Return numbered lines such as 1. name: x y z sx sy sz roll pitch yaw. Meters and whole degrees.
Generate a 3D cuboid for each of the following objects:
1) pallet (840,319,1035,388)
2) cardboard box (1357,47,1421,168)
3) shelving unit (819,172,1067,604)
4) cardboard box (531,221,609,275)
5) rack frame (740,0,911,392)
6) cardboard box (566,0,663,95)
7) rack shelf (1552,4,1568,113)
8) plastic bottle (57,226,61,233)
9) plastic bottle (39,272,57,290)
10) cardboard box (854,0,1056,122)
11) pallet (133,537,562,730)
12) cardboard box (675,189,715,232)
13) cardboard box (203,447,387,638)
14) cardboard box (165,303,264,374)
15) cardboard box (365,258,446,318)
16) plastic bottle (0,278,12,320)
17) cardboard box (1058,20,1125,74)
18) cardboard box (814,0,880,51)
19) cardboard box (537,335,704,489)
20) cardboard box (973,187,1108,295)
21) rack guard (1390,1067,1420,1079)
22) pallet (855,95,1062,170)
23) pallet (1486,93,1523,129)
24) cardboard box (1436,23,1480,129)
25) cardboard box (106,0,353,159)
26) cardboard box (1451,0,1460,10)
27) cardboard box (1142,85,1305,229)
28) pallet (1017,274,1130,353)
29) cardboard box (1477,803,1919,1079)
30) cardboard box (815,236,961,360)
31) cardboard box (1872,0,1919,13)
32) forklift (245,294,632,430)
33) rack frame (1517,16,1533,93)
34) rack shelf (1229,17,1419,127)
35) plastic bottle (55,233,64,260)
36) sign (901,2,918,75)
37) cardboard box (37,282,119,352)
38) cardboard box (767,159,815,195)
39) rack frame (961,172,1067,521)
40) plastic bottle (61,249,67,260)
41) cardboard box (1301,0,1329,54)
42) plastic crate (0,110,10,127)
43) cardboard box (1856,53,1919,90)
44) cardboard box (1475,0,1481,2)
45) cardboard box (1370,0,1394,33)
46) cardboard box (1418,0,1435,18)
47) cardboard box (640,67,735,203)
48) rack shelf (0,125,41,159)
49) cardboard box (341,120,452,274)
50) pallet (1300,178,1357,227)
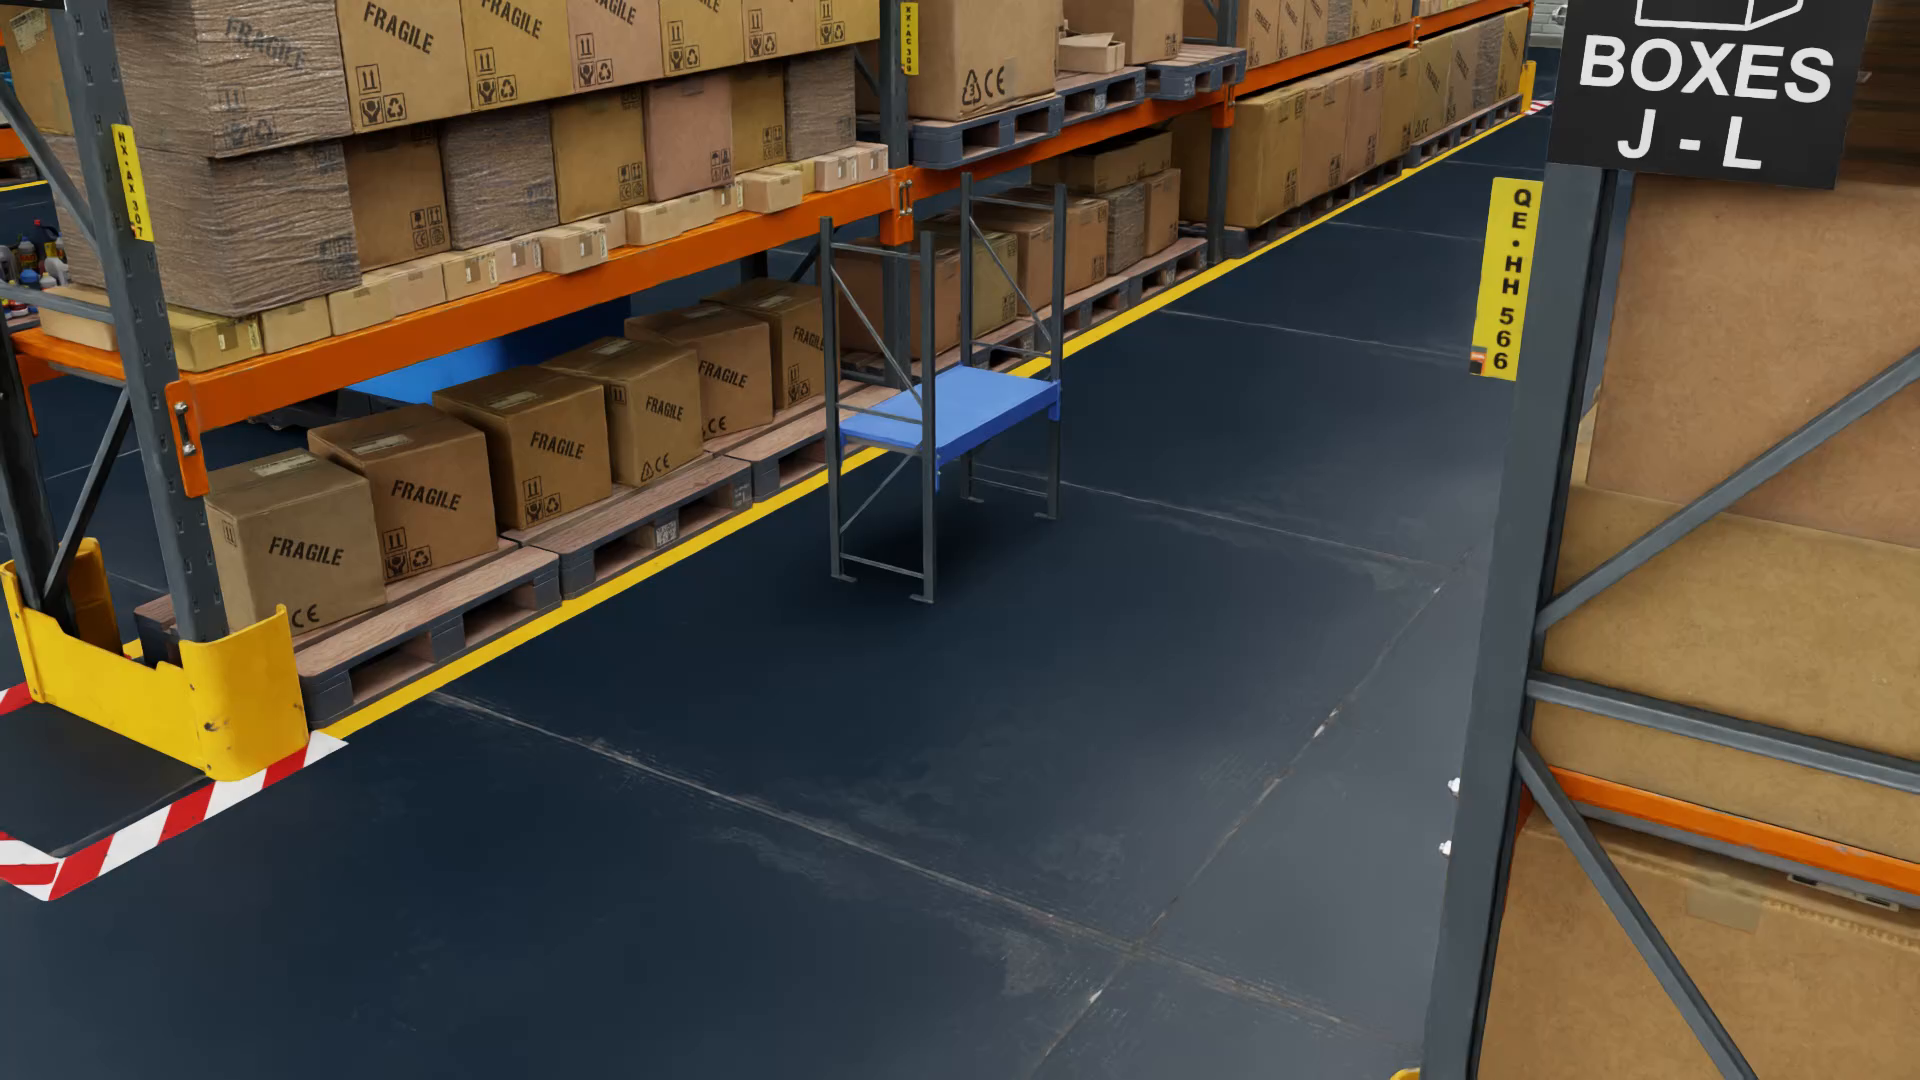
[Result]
1. pallet: -0.297 -1.065 9.445 1.003 0.211 1.213 14 27 29
2. cardboard box: 3.193 -3.780 14.351 1.225 0.875 0.875 14 27 29
3. shelving unit: -0.045 -0.659 6.886 0.538 1.500 1.048 14 27 29
4. cardboard box: -1.590 -1.149 6.444 0.380 0.149 0.250 14 27 29
5. rack frame: -0.706 -2.082 8.284 1.000 3.000 0.127 14 27 29
6. cardboard box: -1.504 -2.008 6.354 0.500 0.500 0.500 14 27 29
7. rack shelf: 2.399 -1.380 3.791 1.077 0.370 4.000 14 27 29
8. plastic bottle: -5.693 -1.921 10.692 0.144 0.351 0.185 15 27 30
9. plastic bottle: -5.409 -1.486 9.877 0.097 0.201 0.097 0 23 0
10. cardboard box: -0.168 -2.789 8.633 1.000 1.000 1.000 14 27 29
11. pallet: -2.318 0.255 6.394 1.003 0.211 1.213 14 27 29
12. cardboard box: -1.272 -1.421 7.073 0.380 0.149 0.250 14 27 29
13. cardboard box: -2.473 0.015 6.057 0.500 0.500 0.500 20 30 38
14. cardboard box: -2.464 -0.663 5.322 0.380 0.149 0.250 14 27 29
15. cardboard box: -2.057 -0.913 5.900 0.380 0.149 0.250 14 27 29
16. plastic bottle: -5.570 -1.416 9.625 0.097 0.271 0.097 0 23 0
17. cardboard box: 0.753 -2.944 9.915 0.396 0.266 0.258 13 27 27
18. cardboard box: -0.710 -2.514 7.522 0.500 0.500 0.500 14 27 29
19. cardboard box: -1.508 -0.580 7.432 0.500 0.500 0.500 11 26 24
20. cardboard box: 0.492 -1.874 10.395 0.700 0.500 0.500 16 28 33
21. rack guard: 1.331 1.497 3.163 1.175 0.500 0.348 14 27 29
22. pallet: -0.180 -2.221 8.847 1.003 0.211 1.213 14 27 29
23. pallet: 5.268 -4.566 17.532 1.003 0.211 1.213 14 27 29
24. cardboard box: 4.404 -4.509 16.037 0.875 0.875 0.875 14 27 29
25. cardboard box: -2.295 -1.502 5.184 0.500 0.500 0.500 14 27 29
26. cardboard box: 4.366 -4.964 15.257 0.380 0.149 0.250 13 27 28
27. cardboard box: 1.785 -2.878 12.269 1.225 0.875 0.875 12 26 27
28. pallet: 0.346 -1.479 10.400 1.003 0.211 1.213 14 27 29
29. cardboard box: 1.646 0.881 3.585 0.875 0.875 0.875 14 27 29
30. cardboard box: -0.364 -1.339 9.161 0.700 0.500 0.500 12 26 25
31. cardboard box: 3.039 -1.245 4.803 0.875 0.550 0.550 14 27 29
32. forklift: -3.173 -2.075 8.353 3.031 2.935 1.130 13 27 27
33. rack frame: 5.623 -6.132 17.639 1.000 3.000 0.127 14 27 29
34. rack shelf: 2.458 -3.777 13.104 1.077 0.370 4.000 14 27 29
35. plastic bottle: -5.667 -1.810 10.536 0.097 0.271 0.097 0 23 0
36. sign: -0.241 -2.368 7.855 0.100 0.325 0.005 14 27 29
37. cardboard box: -2.841 -0.756 5.537 0.380 0.149 0.250 14 27 29
38. cardboard box: -0.893 -1.678 7.667 0.380 0.149 0.250 14 27 29
39. rack frame: 0.223 -0.831 7.282 0.500 1.500 0.032 14 27 29
40. plastic bottle: -5.381 -1.636 10.120 0.061 0.283 0.133 14 27 29
41. cardboard box: 2.428 -3.933 12.434 0.500 0.500 0.500 13 27 28
42. plastic crate: -5.556 -2.398 9.345 0.530 0.136 0.437 14 27 29
43. cardboard box: 2.195 -0.705 3.556 0.875 0.550 0.550 14 27 29
44. cardboard box: 4.773 -5.223 15.856 0.380 0.149 0.250 13 27 27
45. cardboard box: 3.232 -4.447 13.622 0.500 0.500 0.500 15 27 31
46. cardboard box: 3.952 -4.697 14.640 0.380 0.149 0.250 14 27 29
47. cardboard box: -1.468 -1.774 7.072 0.875 0.500 0.500 14 27 29
48. rack shelf: -5.969 -2.115 9.265 1.077 0.370 4.000 14 27 29
49. cardboard box: -2.341 -1.288 5.949 0.875 0.500 0.500 14 27 29
50. pallet: 2.528 -2.813 13.482 1.003 0.211 1.213 14 27 29
